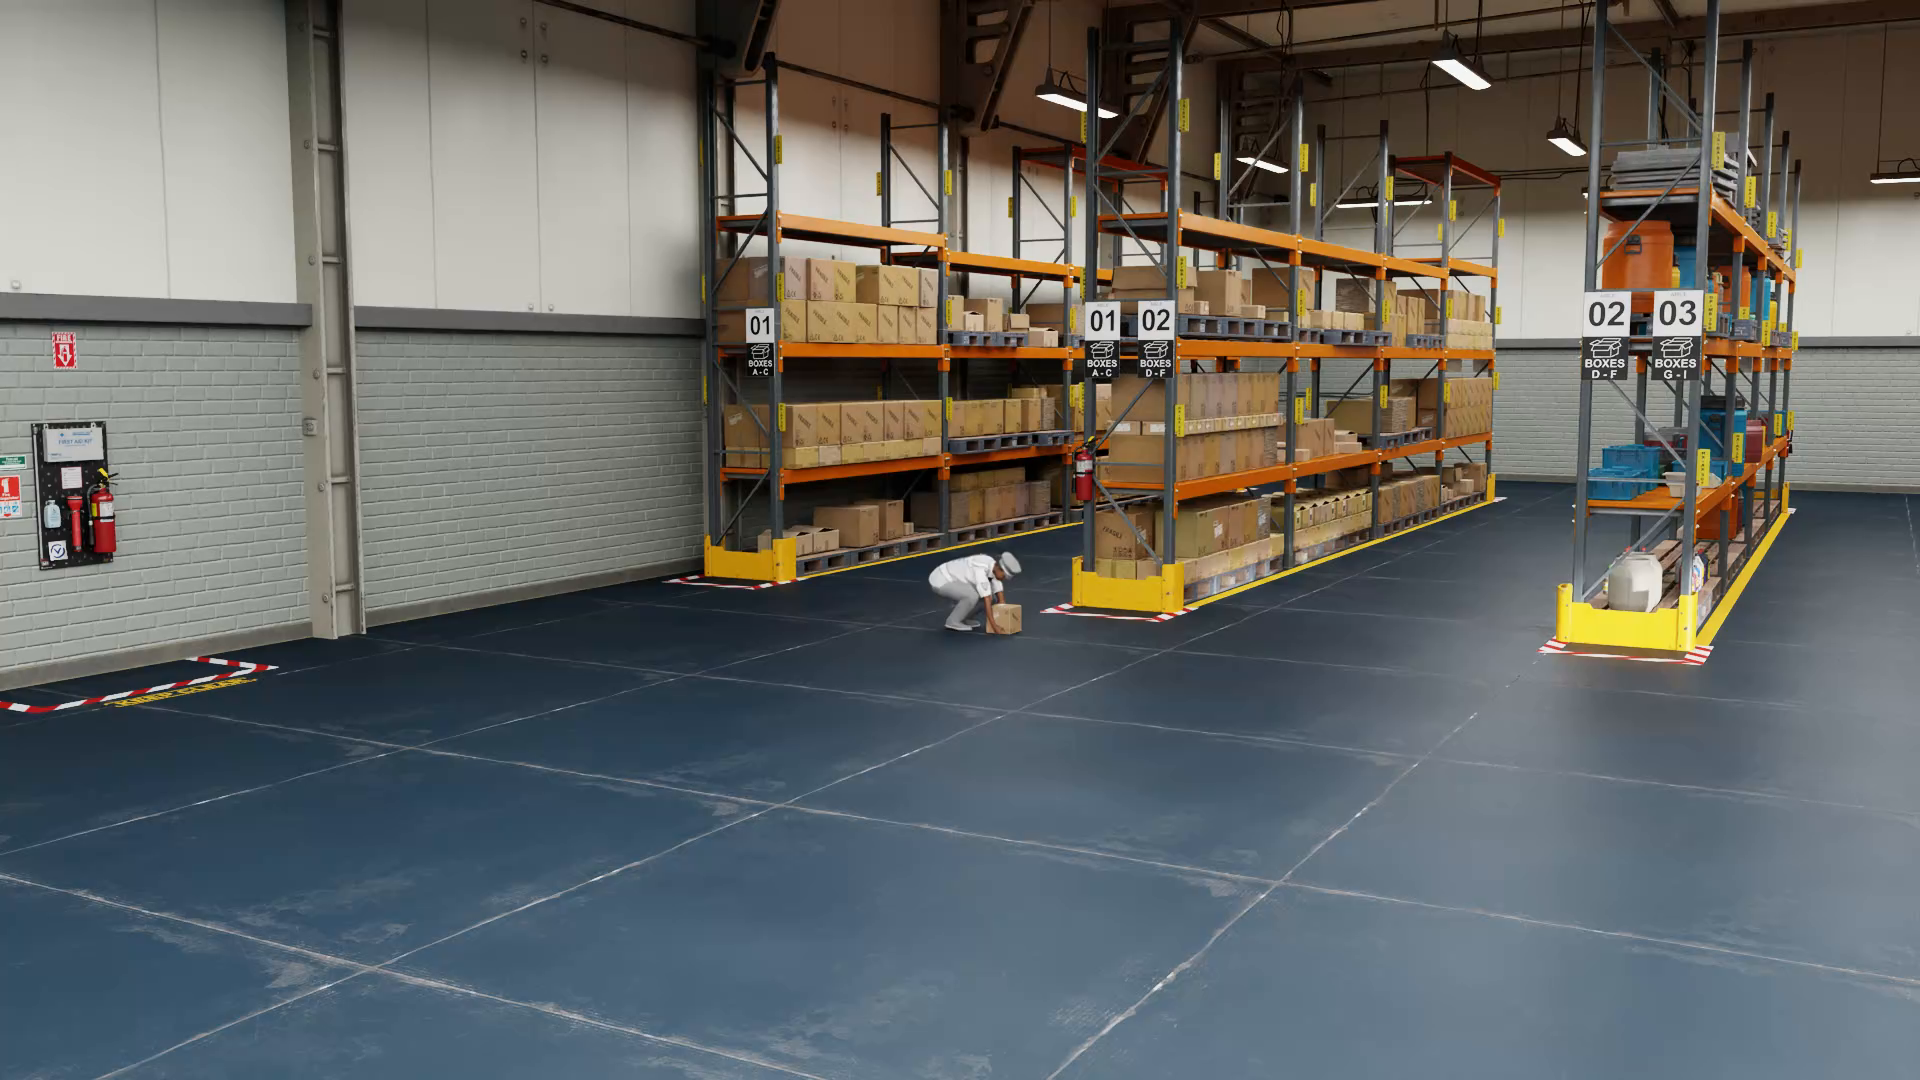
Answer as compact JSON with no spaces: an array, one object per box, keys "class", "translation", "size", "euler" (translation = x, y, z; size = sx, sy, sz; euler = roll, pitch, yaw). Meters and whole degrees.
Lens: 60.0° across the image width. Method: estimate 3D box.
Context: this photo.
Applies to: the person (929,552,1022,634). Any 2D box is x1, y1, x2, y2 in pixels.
[{"class":"person","translation":[0.152,0.500,16.059],"size":[0.915,0.791,0.454],"euler":[3,7,27]}]
